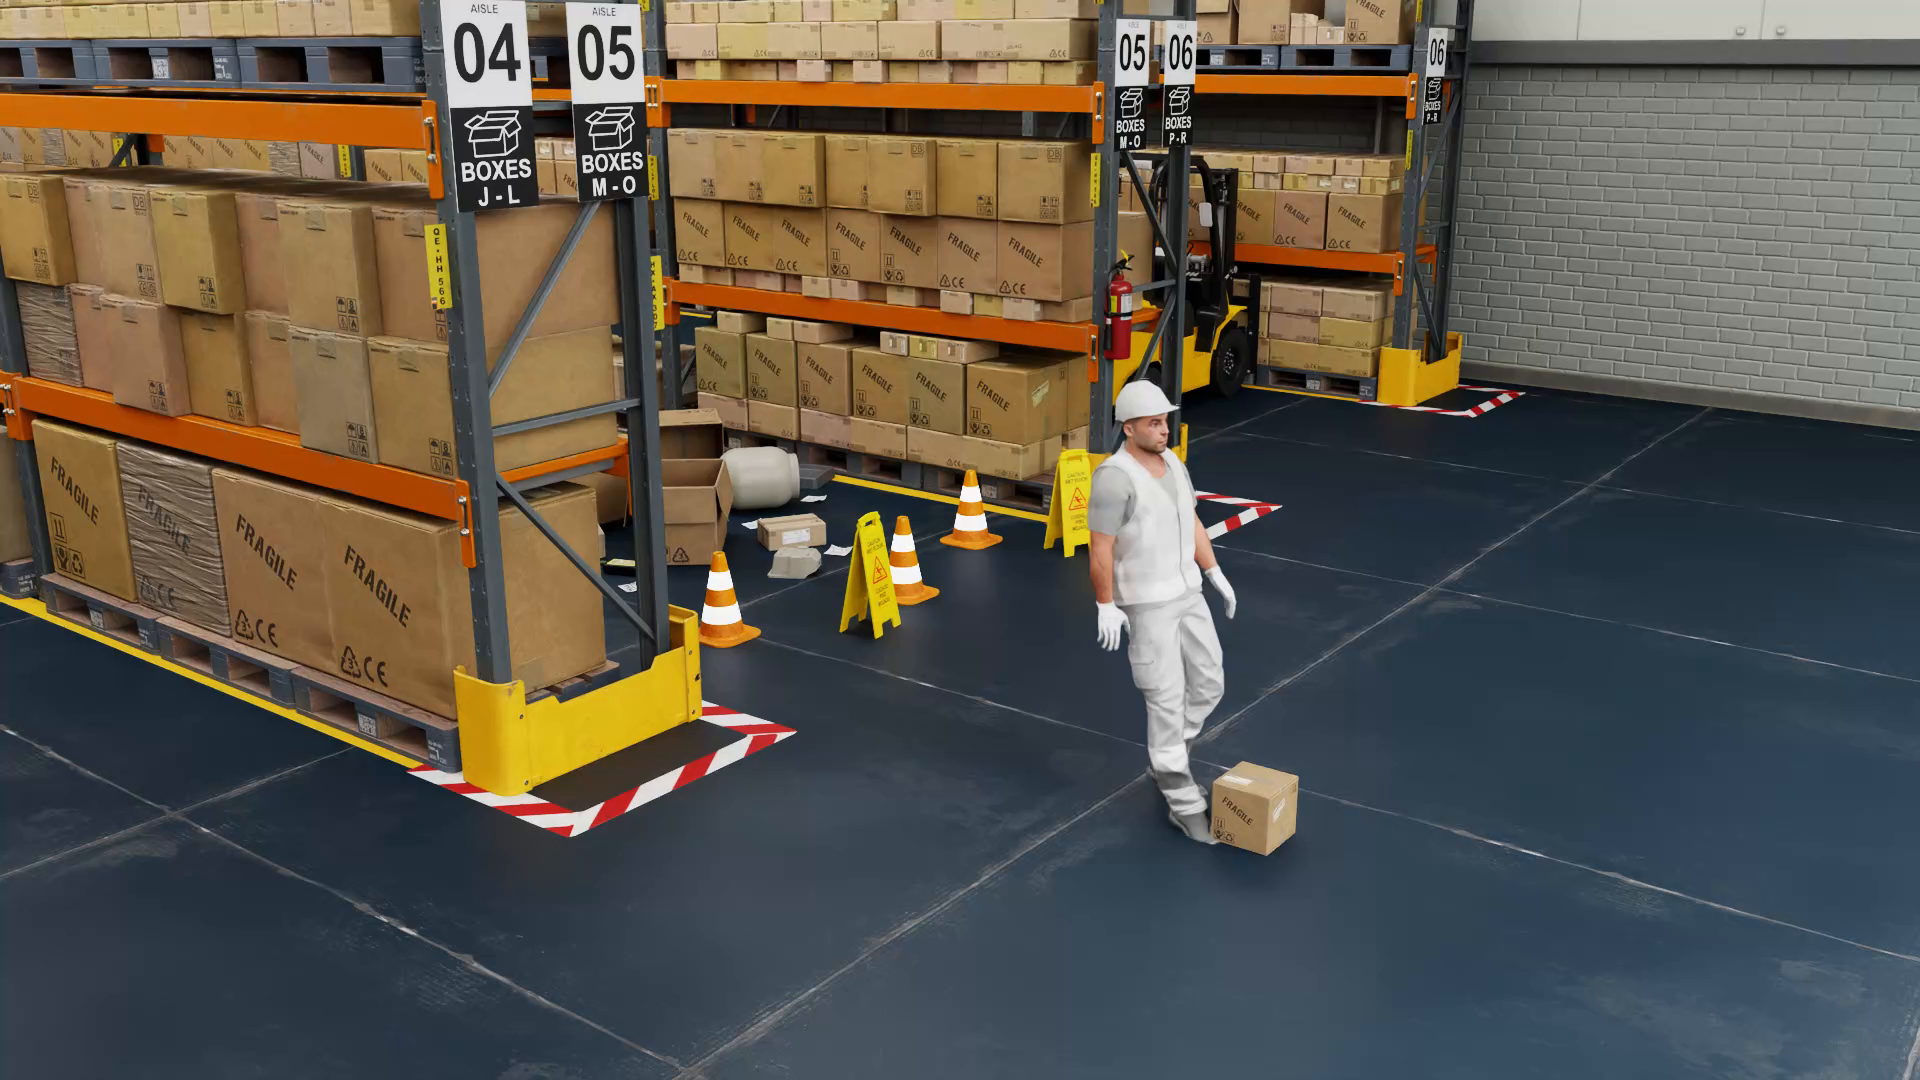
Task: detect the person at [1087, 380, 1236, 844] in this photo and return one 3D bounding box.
[{"bbox_3d":[0.877,0.293,6.593,0.648,1.839,0.577,14,22,40],"label":"person"}]
